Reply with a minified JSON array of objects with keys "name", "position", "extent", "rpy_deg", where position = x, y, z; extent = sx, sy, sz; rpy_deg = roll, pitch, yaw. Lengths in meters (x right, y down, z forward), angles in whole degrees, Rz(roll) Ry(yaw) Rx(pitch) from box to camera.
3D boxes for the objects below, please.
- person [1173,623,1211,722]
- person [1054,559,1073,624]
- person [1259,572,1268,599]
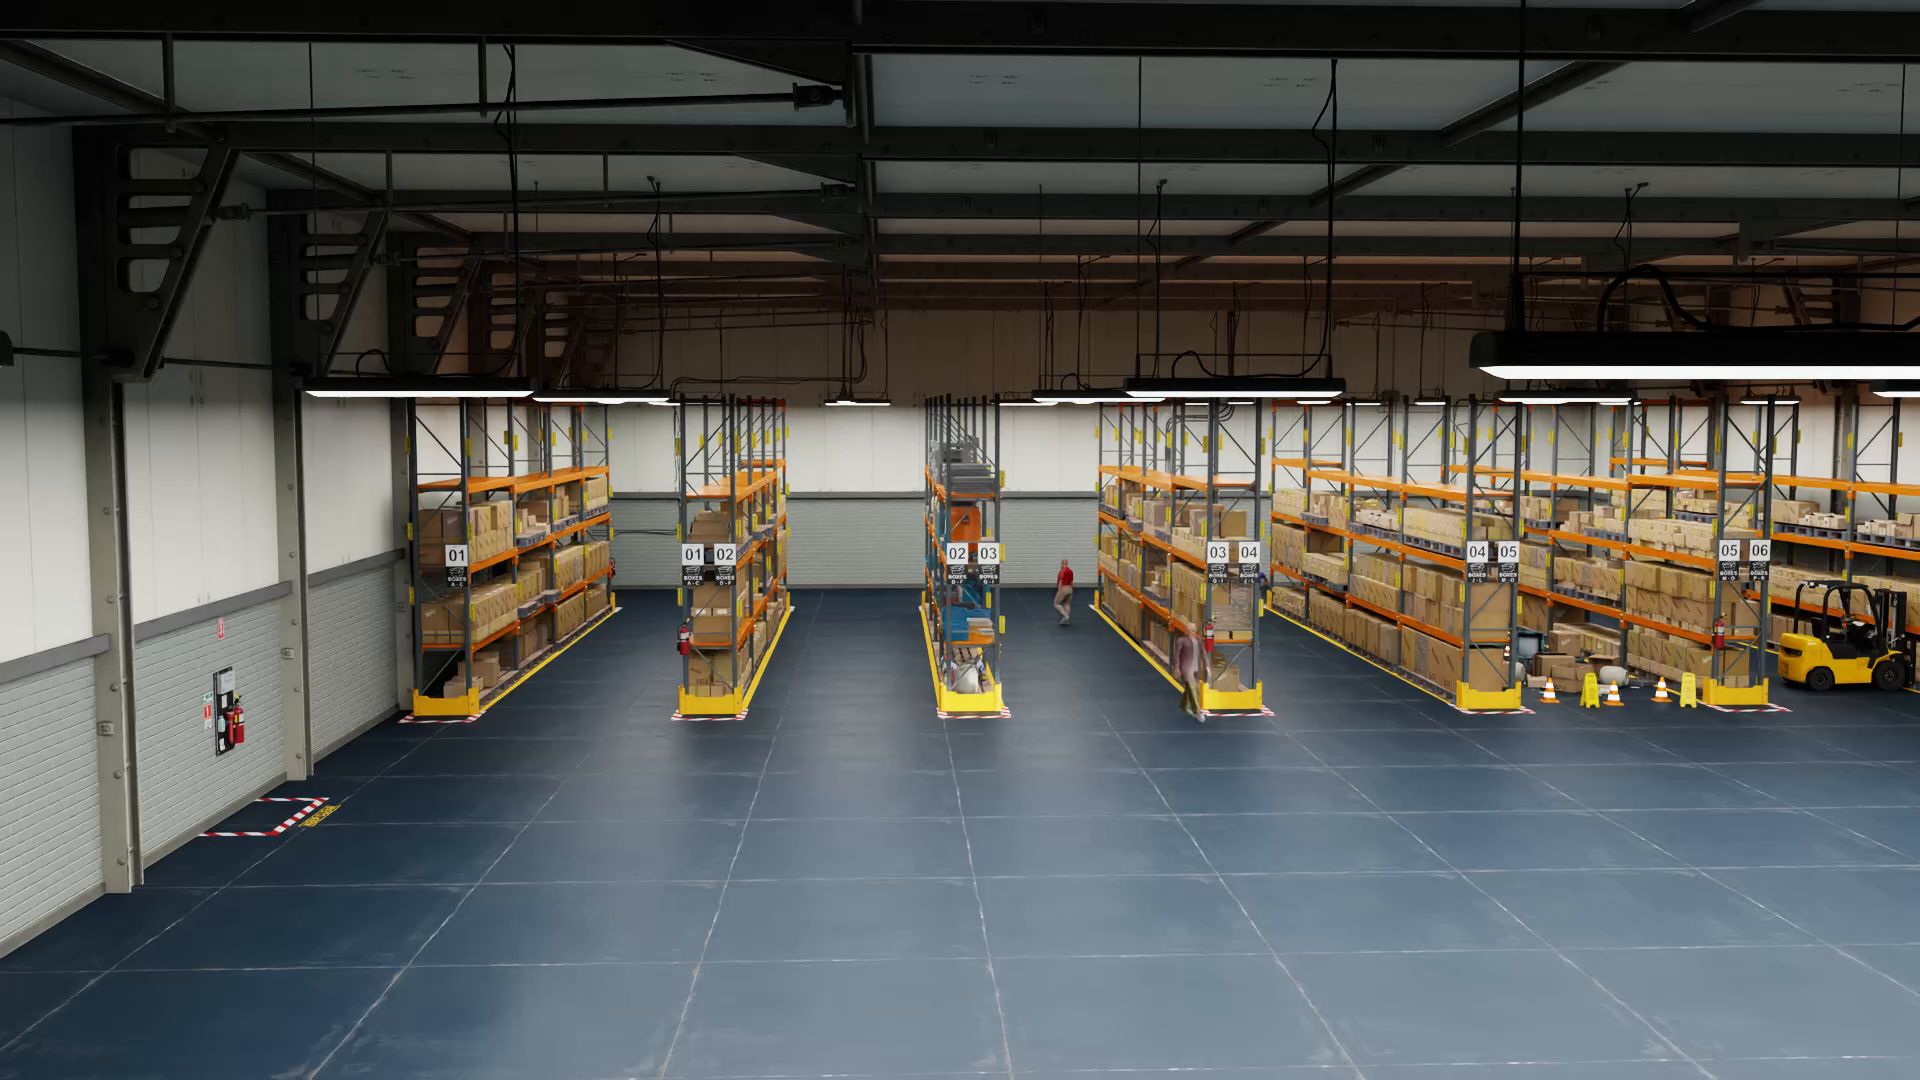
[{"name":"person","position":[4.315,2.404,30.668],"extent":[0.593,1.753,0.965],"rpy_deg":[-2,5,-29]},{"name":"person","position":[2.802,1.381,44.064],"extent":[0.492,1.726,0.578],"rpy_deg":[4,6,44]},{"name":"person","position":[7.977,1.403,44.839],"extent":[0.620,1.567,0.732],"rpy_deg":[1,5,8]}]
